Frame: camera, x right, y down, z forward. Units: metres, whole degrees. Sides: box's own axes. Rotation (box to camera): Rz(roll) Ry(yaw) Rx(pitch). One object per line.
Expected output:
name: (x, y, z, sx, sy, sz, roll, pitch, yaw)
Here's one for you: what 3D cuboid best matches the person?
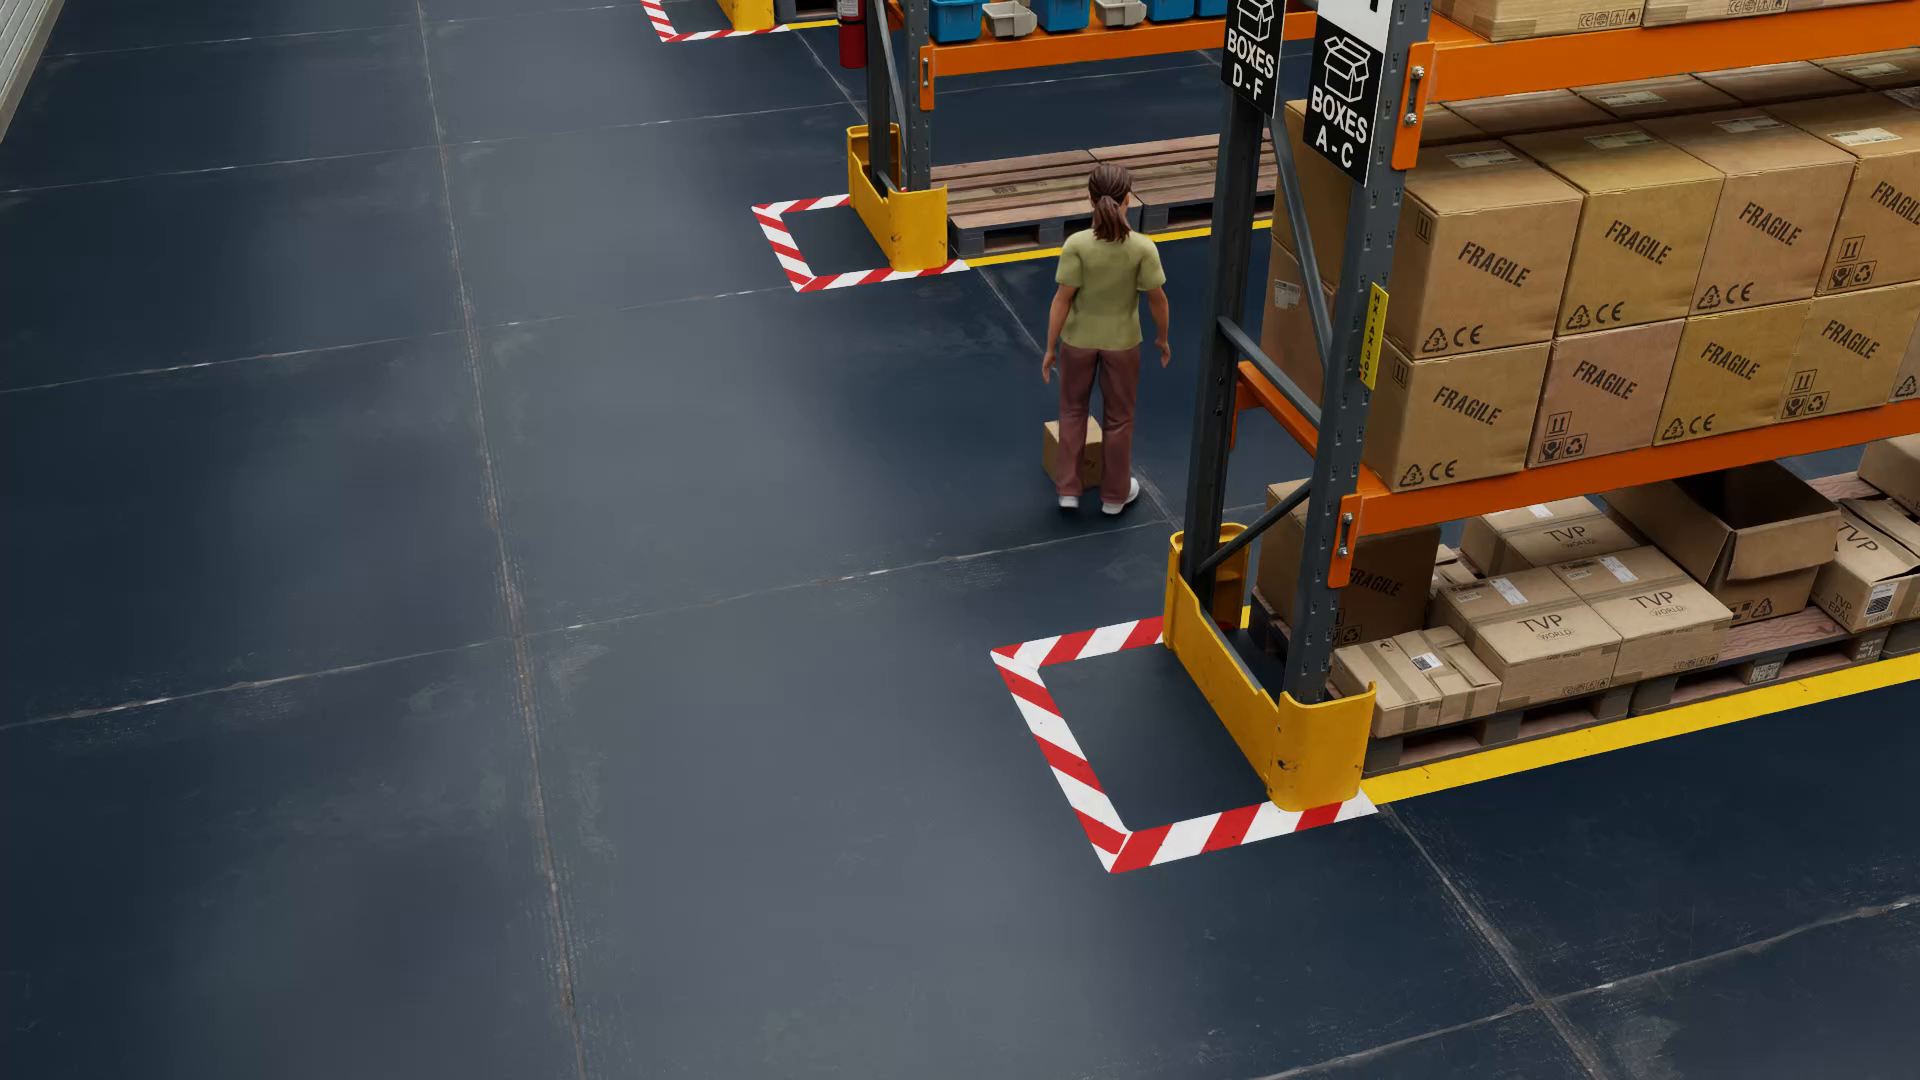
person: (0.655, -0.834, 7.386, 0.557, 1.730, 0.392, 4, 34, 6)
